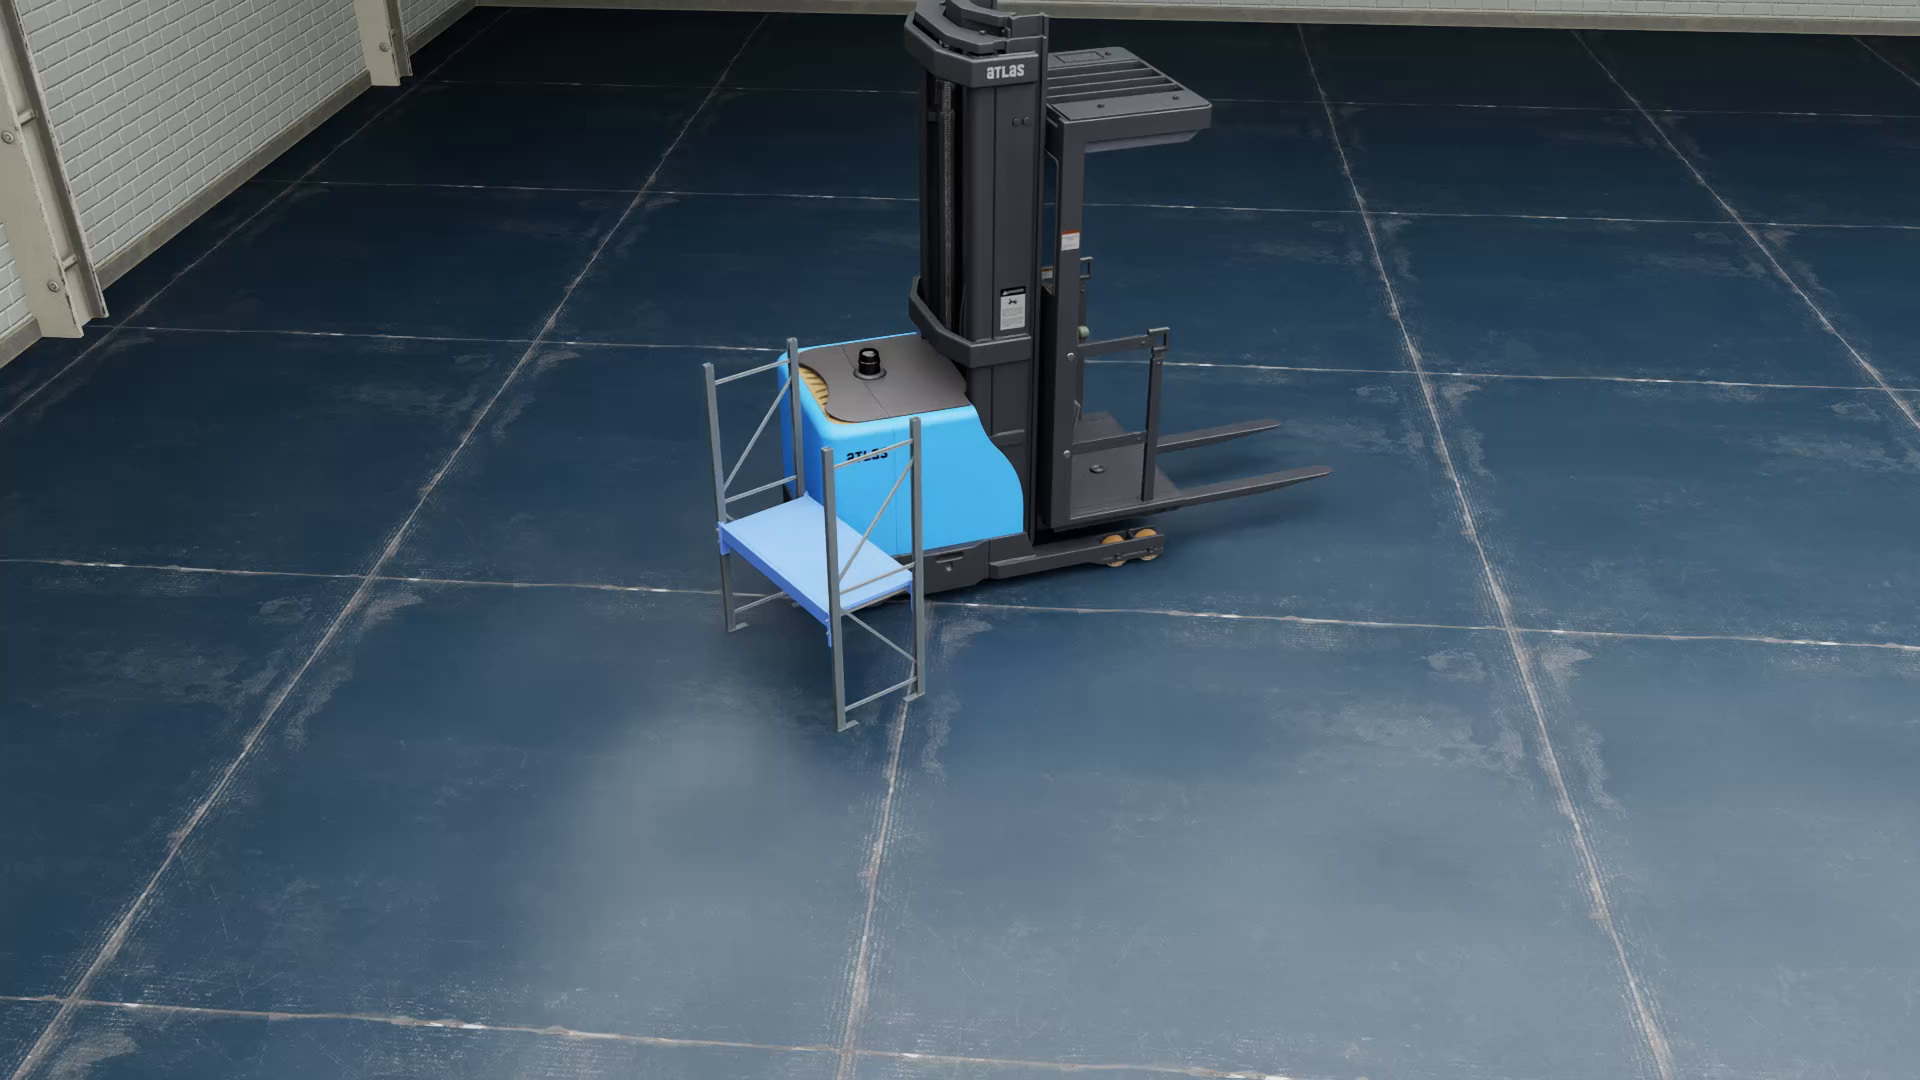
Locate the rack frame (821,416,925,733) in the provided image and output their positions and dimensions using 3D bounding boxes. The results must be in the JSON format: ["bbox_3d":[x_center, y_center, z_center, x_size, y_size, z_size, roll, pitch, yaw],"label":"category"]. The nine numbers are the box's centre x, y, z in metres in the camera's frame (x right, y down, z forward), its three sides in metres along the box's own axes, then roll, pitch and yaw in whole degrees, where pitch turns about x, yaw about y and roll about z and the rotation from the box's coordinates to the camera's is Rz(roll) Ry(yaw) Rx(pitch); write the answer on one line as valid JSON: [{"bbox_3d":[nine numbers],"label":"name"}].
[{"bbox_3d":[-0.378,0.180,7.529,0.500,1.500,0.032,-21,38,-31],"label":"rack frame"}]

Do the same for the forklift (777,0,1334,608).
[{"bbox_3d":[0.590,-1.355,8.656,3.031,2.935,1.130,-10,33,-16],"label":"forklift"}]

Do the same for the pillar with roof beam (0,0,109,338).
[{"bbox_3d":[-1.944,-5.157,9.041,9.100,9.000,0.400,2,32,4],"label":"pillar with roof beam"}]

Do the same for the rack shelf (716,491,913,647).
[{"bbox_3d":[-0.683,0.119,7.970,0.538,0.185,1.000,-21,38,-31],"label":"rack shelf"}]

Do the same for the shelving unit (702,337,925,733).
[{"bbox_3d":[-0.683,-0.034,7.875,0.538,1.500,1.048,-21,38,-31],"label":"shelving unit"}]

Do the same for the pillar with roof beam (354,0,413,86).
[{"bbox_3d":[-1.456,-8.295,14.132,9.100,9.000,0.400,2,32,4],"label":"pillar with roof beam"}]

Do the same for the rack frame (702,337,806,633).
[{"bbox_3d":[-0.987,-0.247,8.222,0.500,1.500,0.032,-21,38,-31],"label":"rack frame"}]
